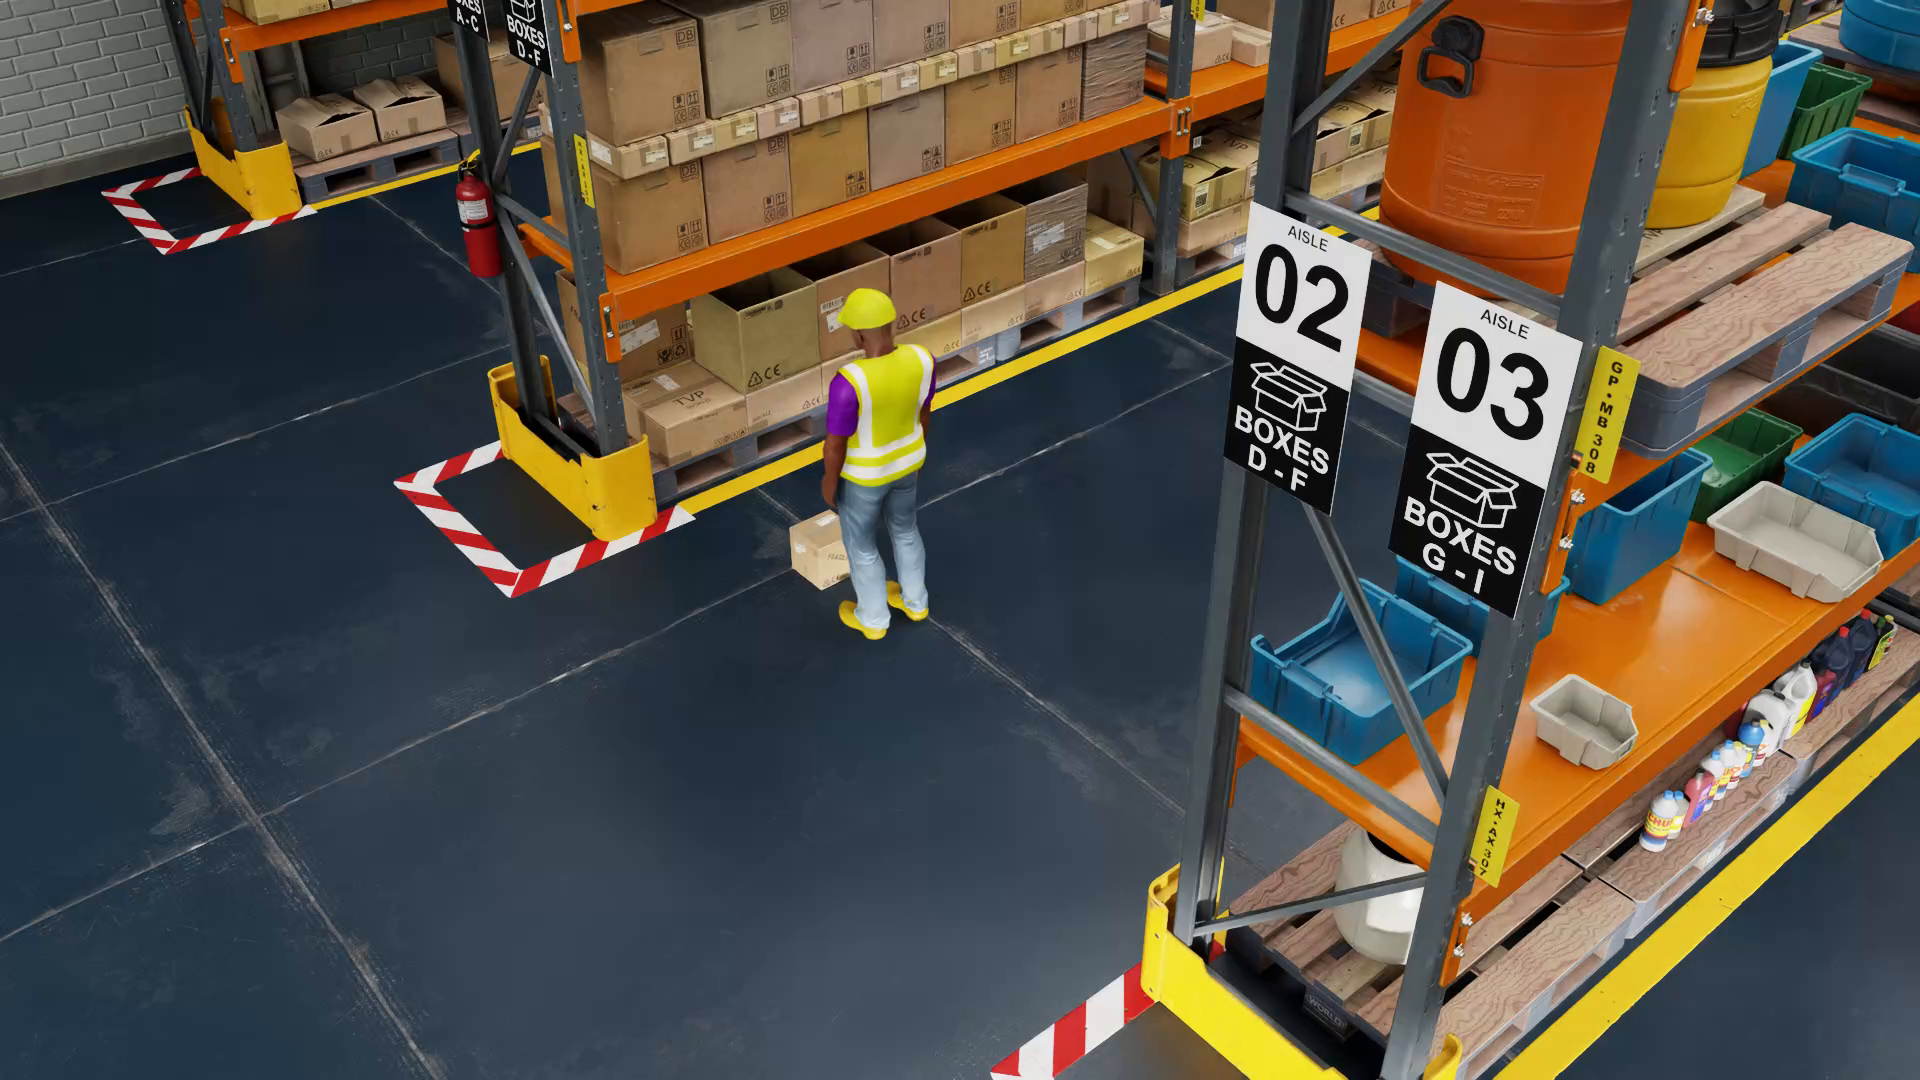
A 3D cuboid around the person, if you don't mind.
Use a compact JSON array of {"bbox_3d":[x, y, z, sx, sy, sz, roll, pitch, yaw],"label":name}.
[{"bbox_3d":[-0.374,-0.337,7.529,0.566,1.762,0.362,-25,43,-31],"label":"person"}]
